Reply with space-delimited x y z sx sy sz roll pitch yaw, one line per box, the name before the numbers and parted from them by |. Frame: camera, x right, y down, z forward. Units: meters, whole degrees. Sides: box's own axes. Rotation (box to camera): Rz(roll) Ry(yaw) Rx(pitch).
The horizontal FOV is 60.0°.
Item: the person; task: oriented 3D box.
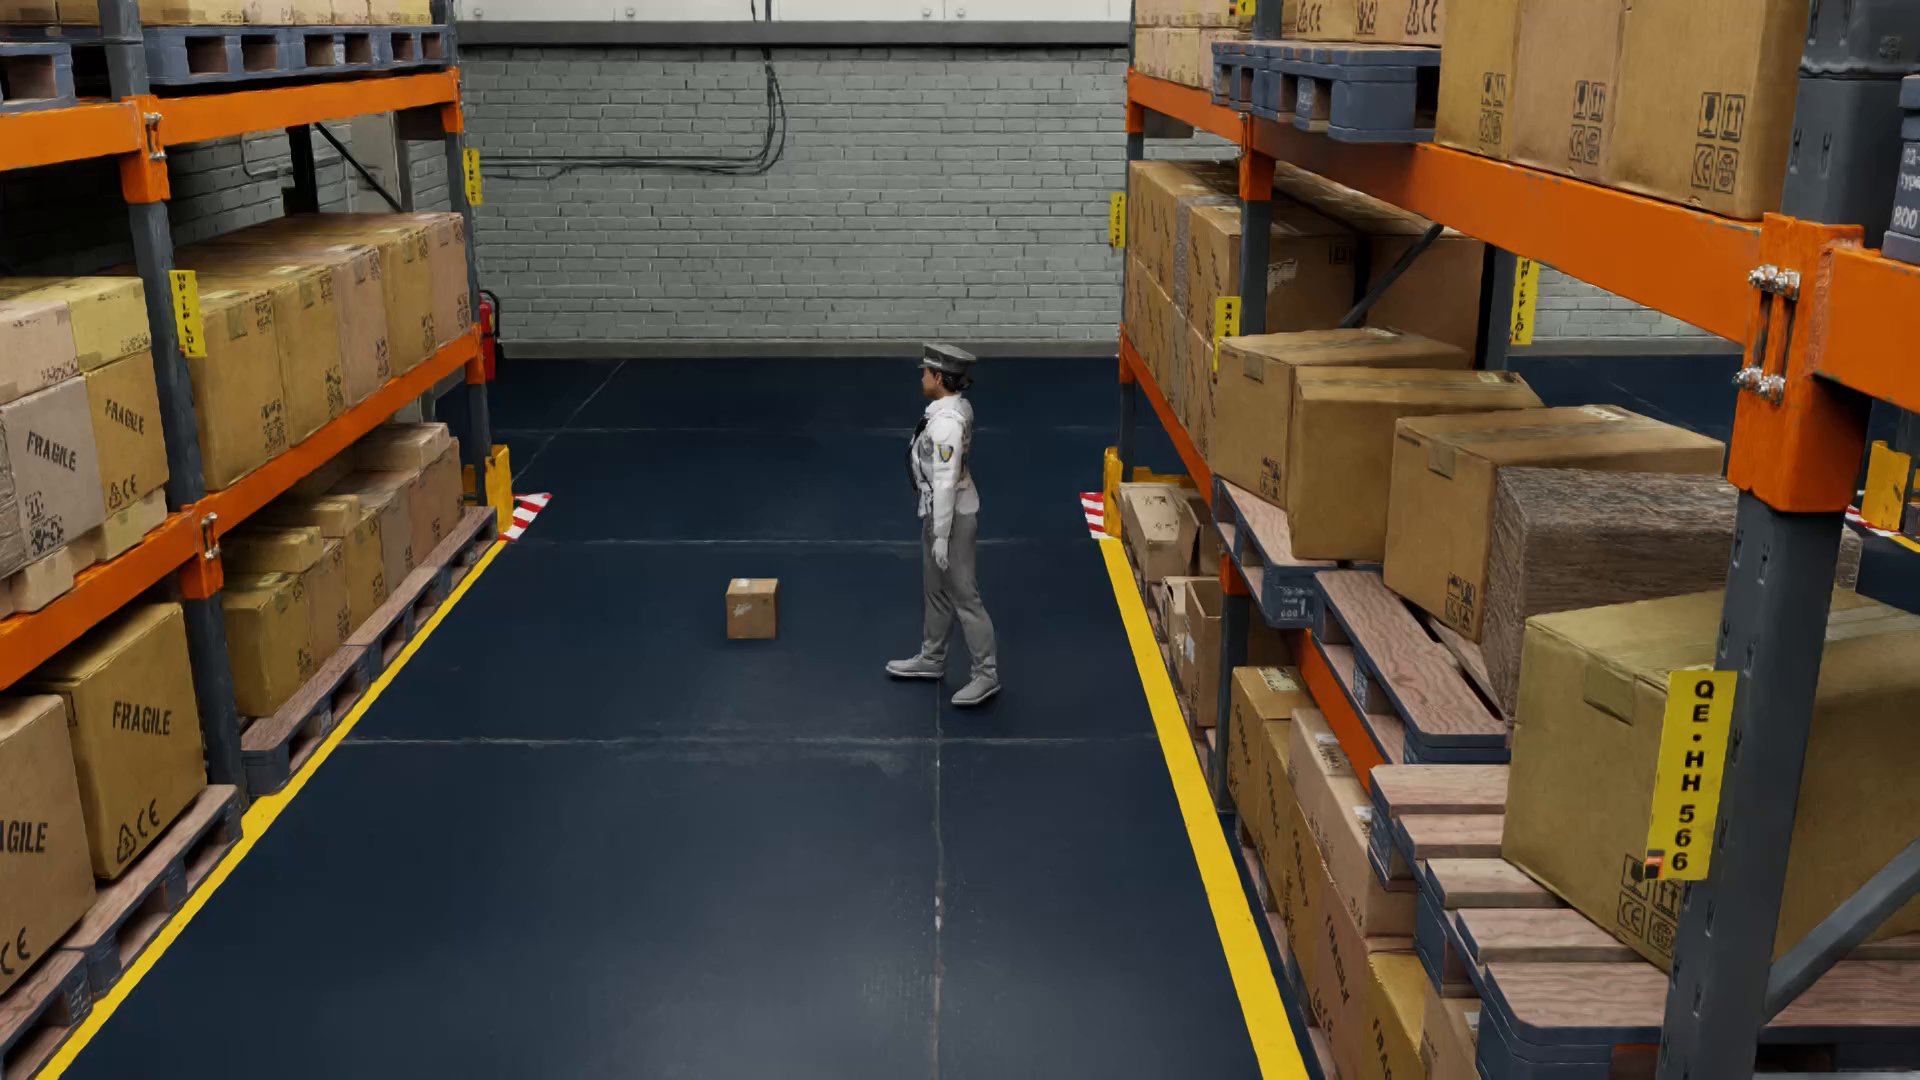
person | -0.084 -0.110 7.819 0.561 1.666 0.643 0 17 1
